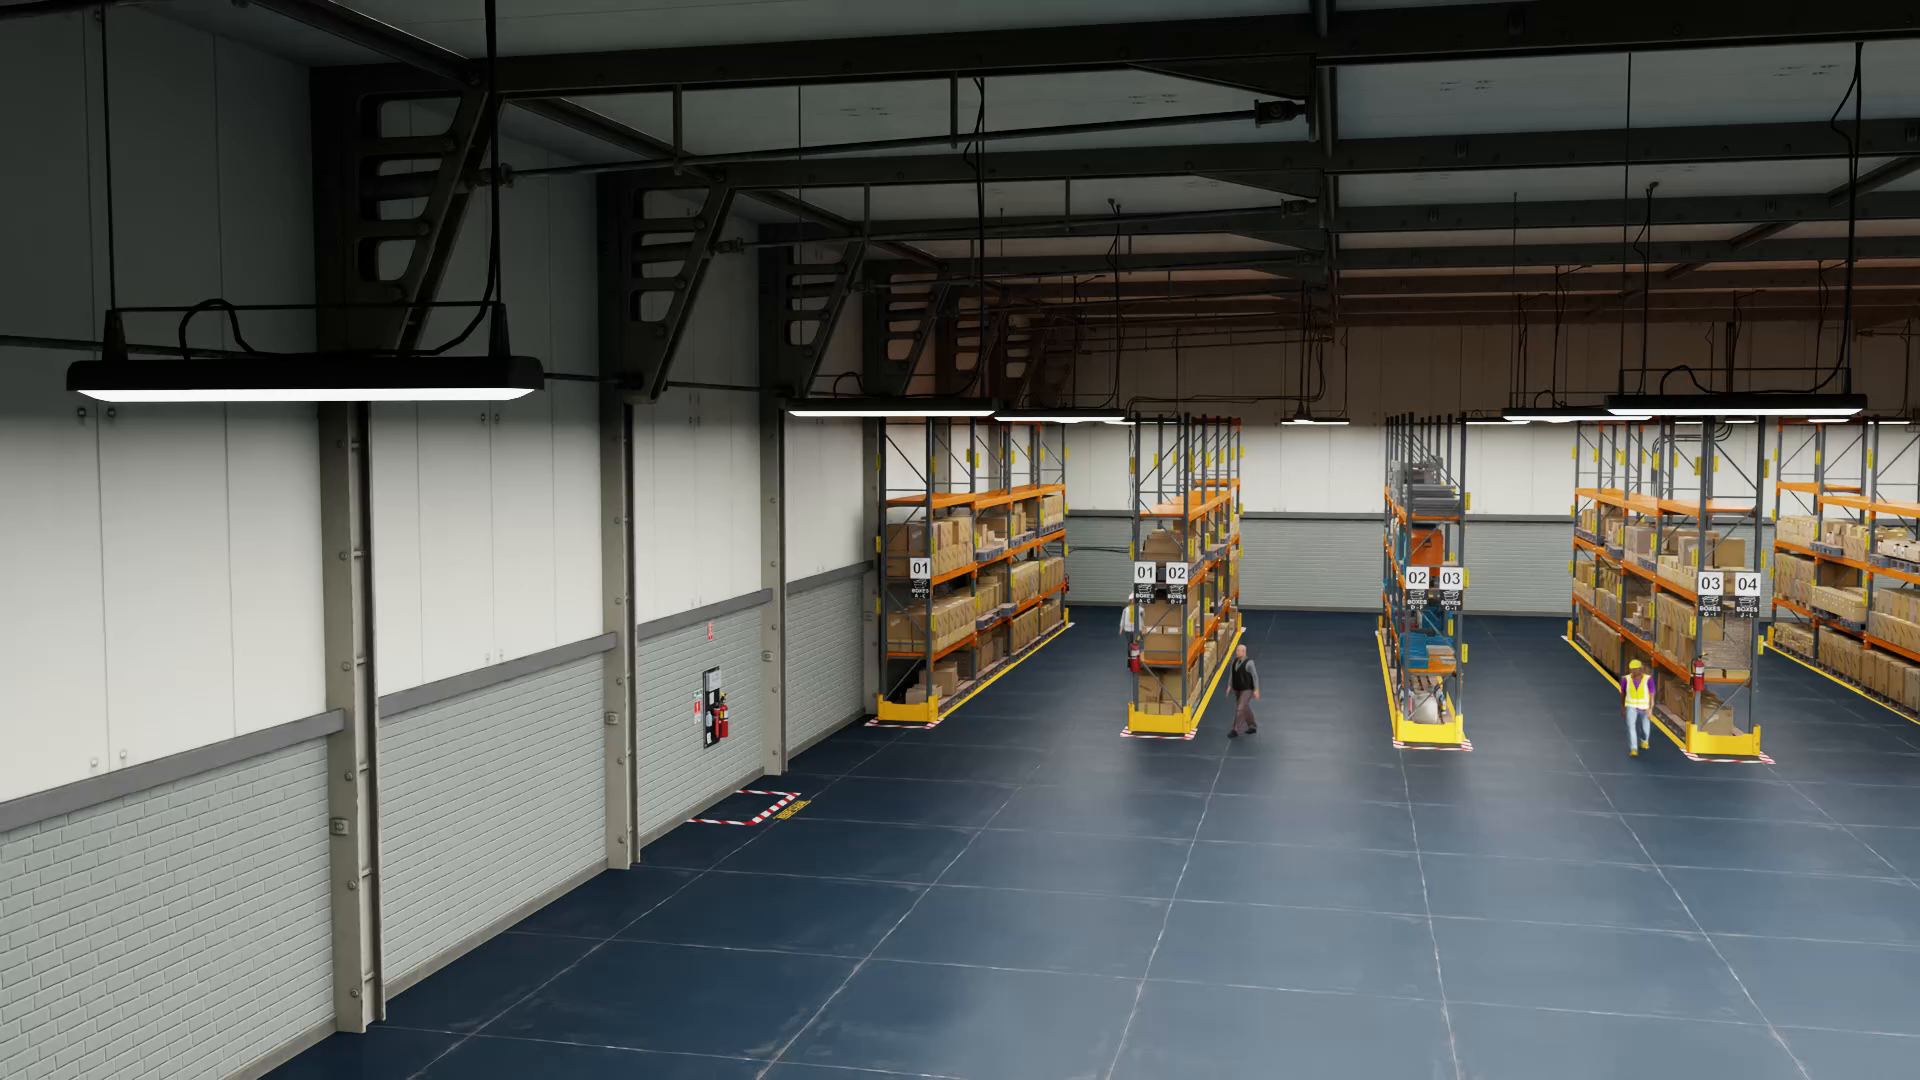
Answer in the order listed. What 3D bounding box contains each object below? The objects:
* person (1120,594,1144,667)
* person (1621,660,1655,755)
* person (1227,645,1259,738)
[{"bbox_3d":[4.142,2.150,39.846,0.593,1.711,1.069,1,4,17],"label":"person"},{"bbox_3d":[11.911,2.921,29.227,0.561,1.642,1.069,2,4,24],"label":"person"},{"bbox_3d":[5.165,2.778,30.718,0.935,1.674,0.562,-2,4,-31],"label":"person"}]
